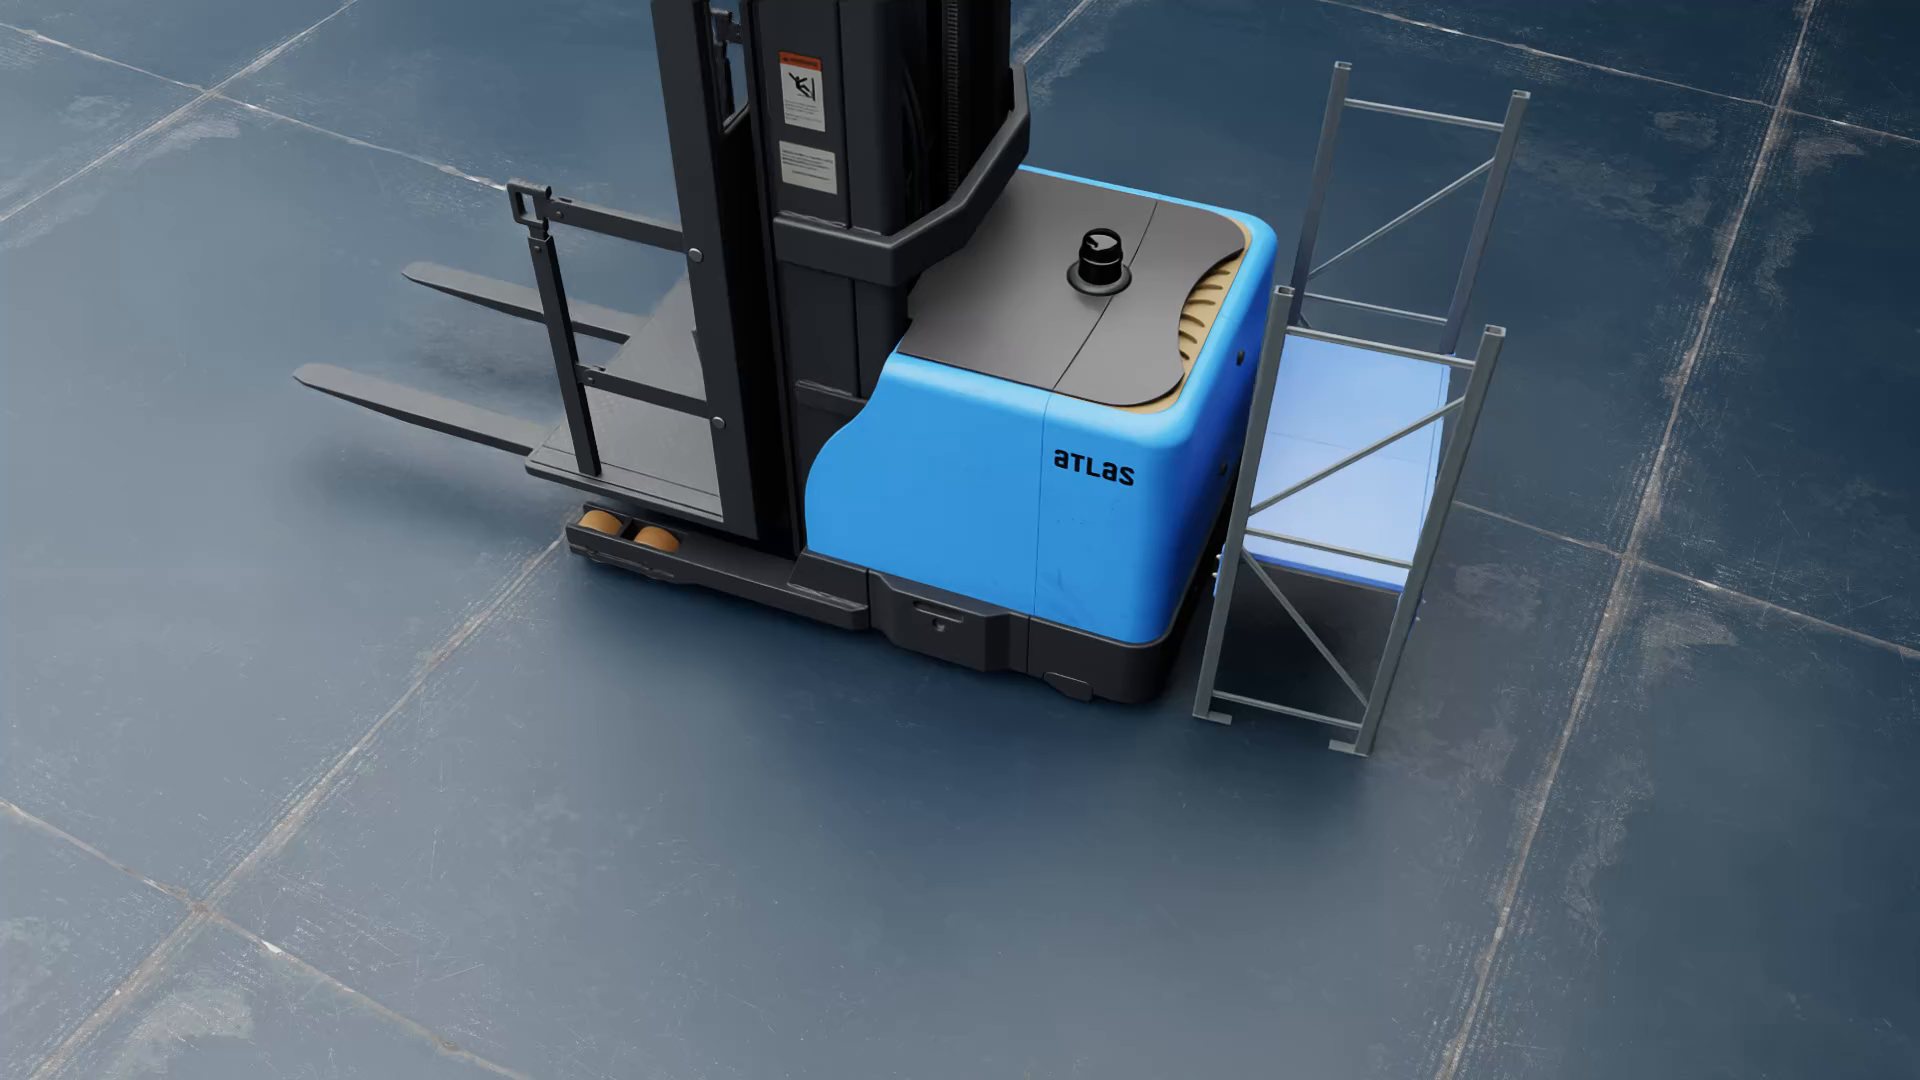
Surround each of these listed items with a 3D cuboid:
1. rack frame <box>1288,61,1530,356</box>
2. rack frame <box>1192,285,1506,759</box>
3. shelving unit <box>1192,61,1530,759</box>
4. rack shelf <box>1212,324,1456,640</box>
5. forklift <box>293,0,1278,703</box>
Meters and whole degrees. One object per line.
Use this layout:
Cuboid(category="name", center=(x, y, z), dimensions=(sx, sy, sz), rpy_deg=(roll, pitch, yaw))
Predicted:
Cuboid(category="rack frame", center=(1.208, -0.671, 4.851), dimensions=(0.500, 1.500, 0.032), rpy_deg=(13, 47, 11))
Cuboid(category="rack frame", center=(0.921, 0.023, 4.166), dimensions=(0.500, 1.500, 0.032), rpy_deg=(13, 47, 11))
Cuboid(category="shelving unit", center=(1.064, -0.324, 4.509), dimensions=(0.538, 1.500, 1.048), rpy_deg=(13, 47, 11))
Cuboid(category="rack shelf", center=(1.061, -0.198, 4.637), dimensions=(0.538, 0.185, 1.000), rpy_deg=(13, 47, 11))
Cuboid(category="forklift", center=(-0.670, -1.240, 4.415), dimensions=(3.031, 2.935, 1.130), rpy_deg=(16, 47, 15))
